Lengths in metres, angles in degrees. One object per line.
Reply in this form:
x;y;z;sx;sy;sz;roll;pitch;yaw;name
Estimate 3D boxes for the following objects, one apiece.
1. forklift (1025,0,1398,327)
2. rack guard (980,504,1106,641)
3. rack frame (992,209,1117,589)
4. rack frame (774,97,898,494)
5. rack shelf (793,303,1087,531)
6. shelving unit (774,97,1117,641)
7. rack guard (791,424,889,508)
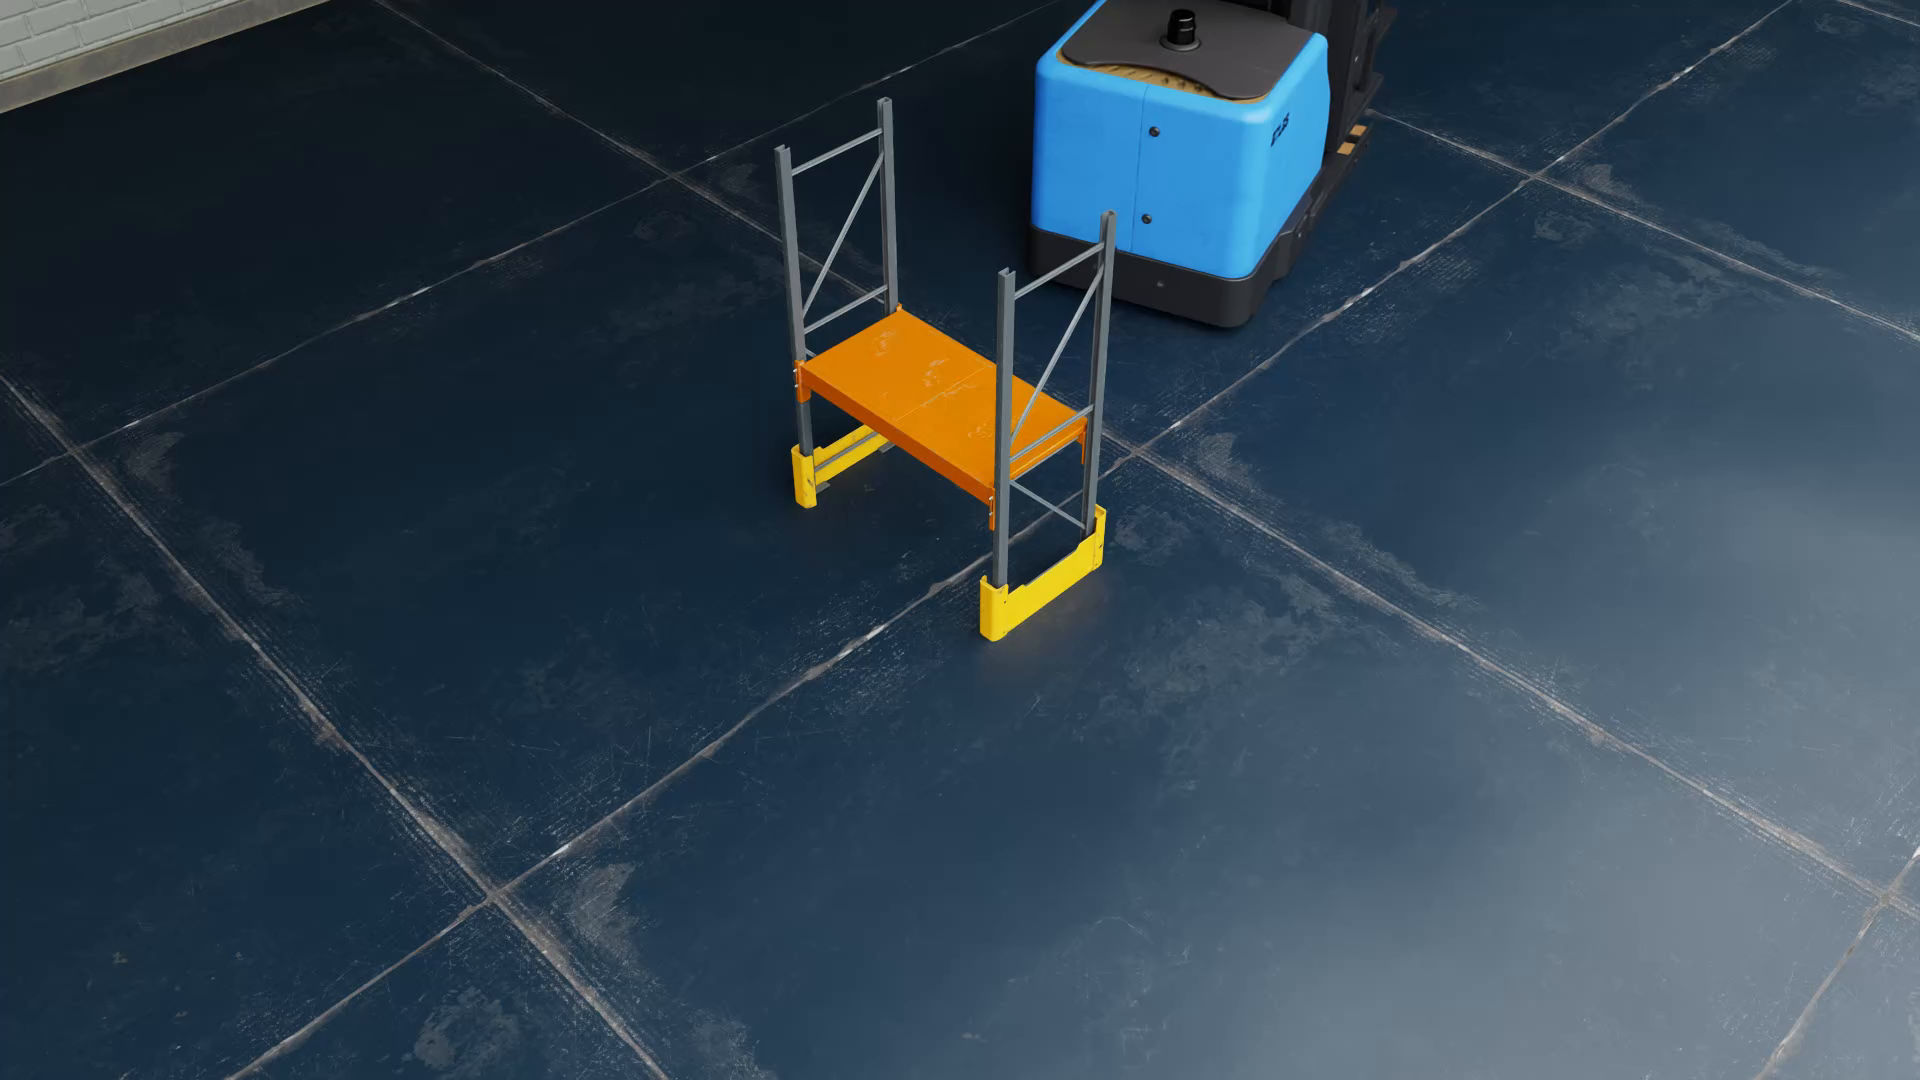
1.403;-2.988;7.324;1.130;2.935;3.031;19;46;19;forklift
0.298;0.111;5.946;0.587;0.250;0.087;-34;53;-31;rack guard
0.299;-0.348;5.521;0.500;1.500;0.032;-34;53;-31;rack frame
-0.419;-0.836;6.050;0.500;1.500;0.032;-34;53;-31;rack frame
-0.060;-0.460;5.907;0.538;0.185;1.000;-34;53;-31;rack shelf
-0.054;-0.587;5.781;0.587;1.500;1.083;-34;53;-31;shelving unit
-0.406;-0.368;6.464;0.587;0.250;0.087;-34;53;-31;rack guard
